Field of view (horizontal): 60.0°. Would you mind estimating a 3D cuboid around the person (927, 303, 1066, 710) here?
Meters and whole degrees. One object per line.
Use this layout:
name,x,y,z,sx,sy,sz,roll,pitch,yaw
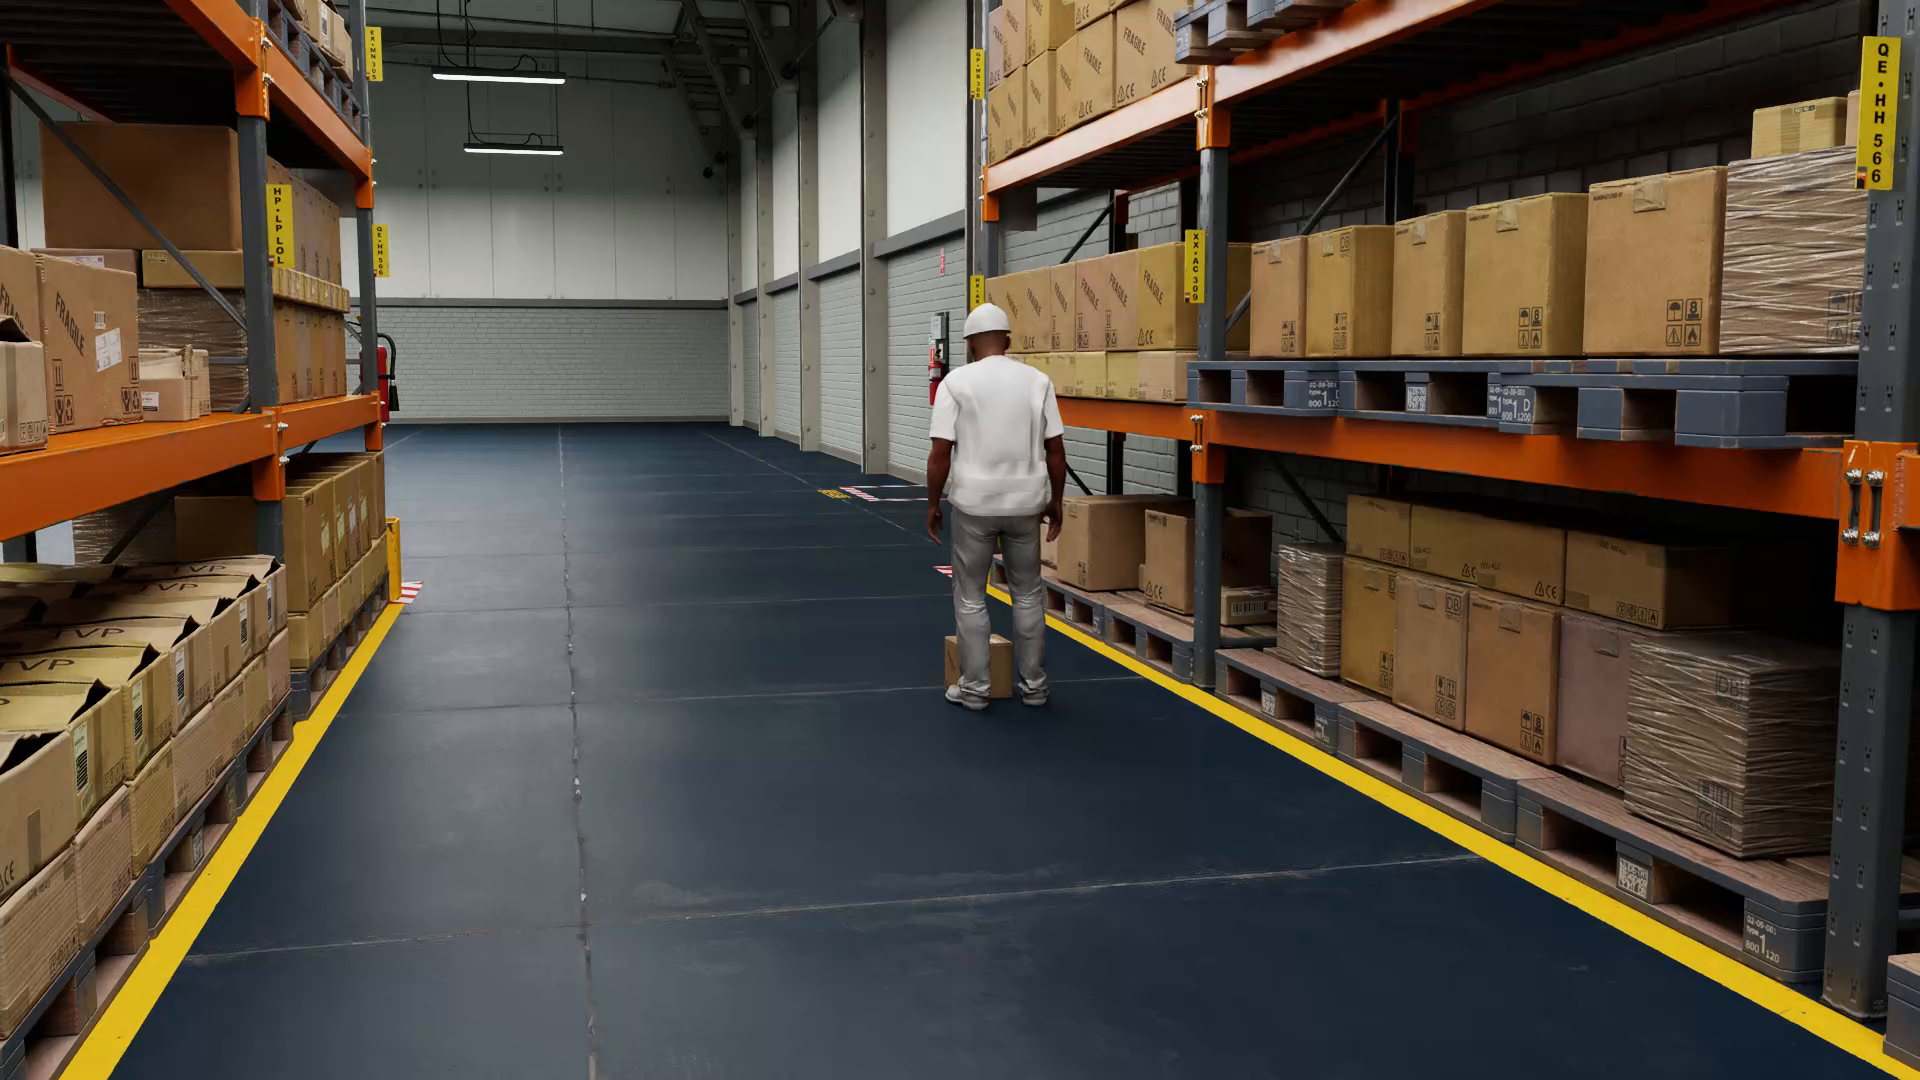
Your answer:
person,0.155,-0.150,7.279,0.627,1.760,0.459,-1,6,-13
